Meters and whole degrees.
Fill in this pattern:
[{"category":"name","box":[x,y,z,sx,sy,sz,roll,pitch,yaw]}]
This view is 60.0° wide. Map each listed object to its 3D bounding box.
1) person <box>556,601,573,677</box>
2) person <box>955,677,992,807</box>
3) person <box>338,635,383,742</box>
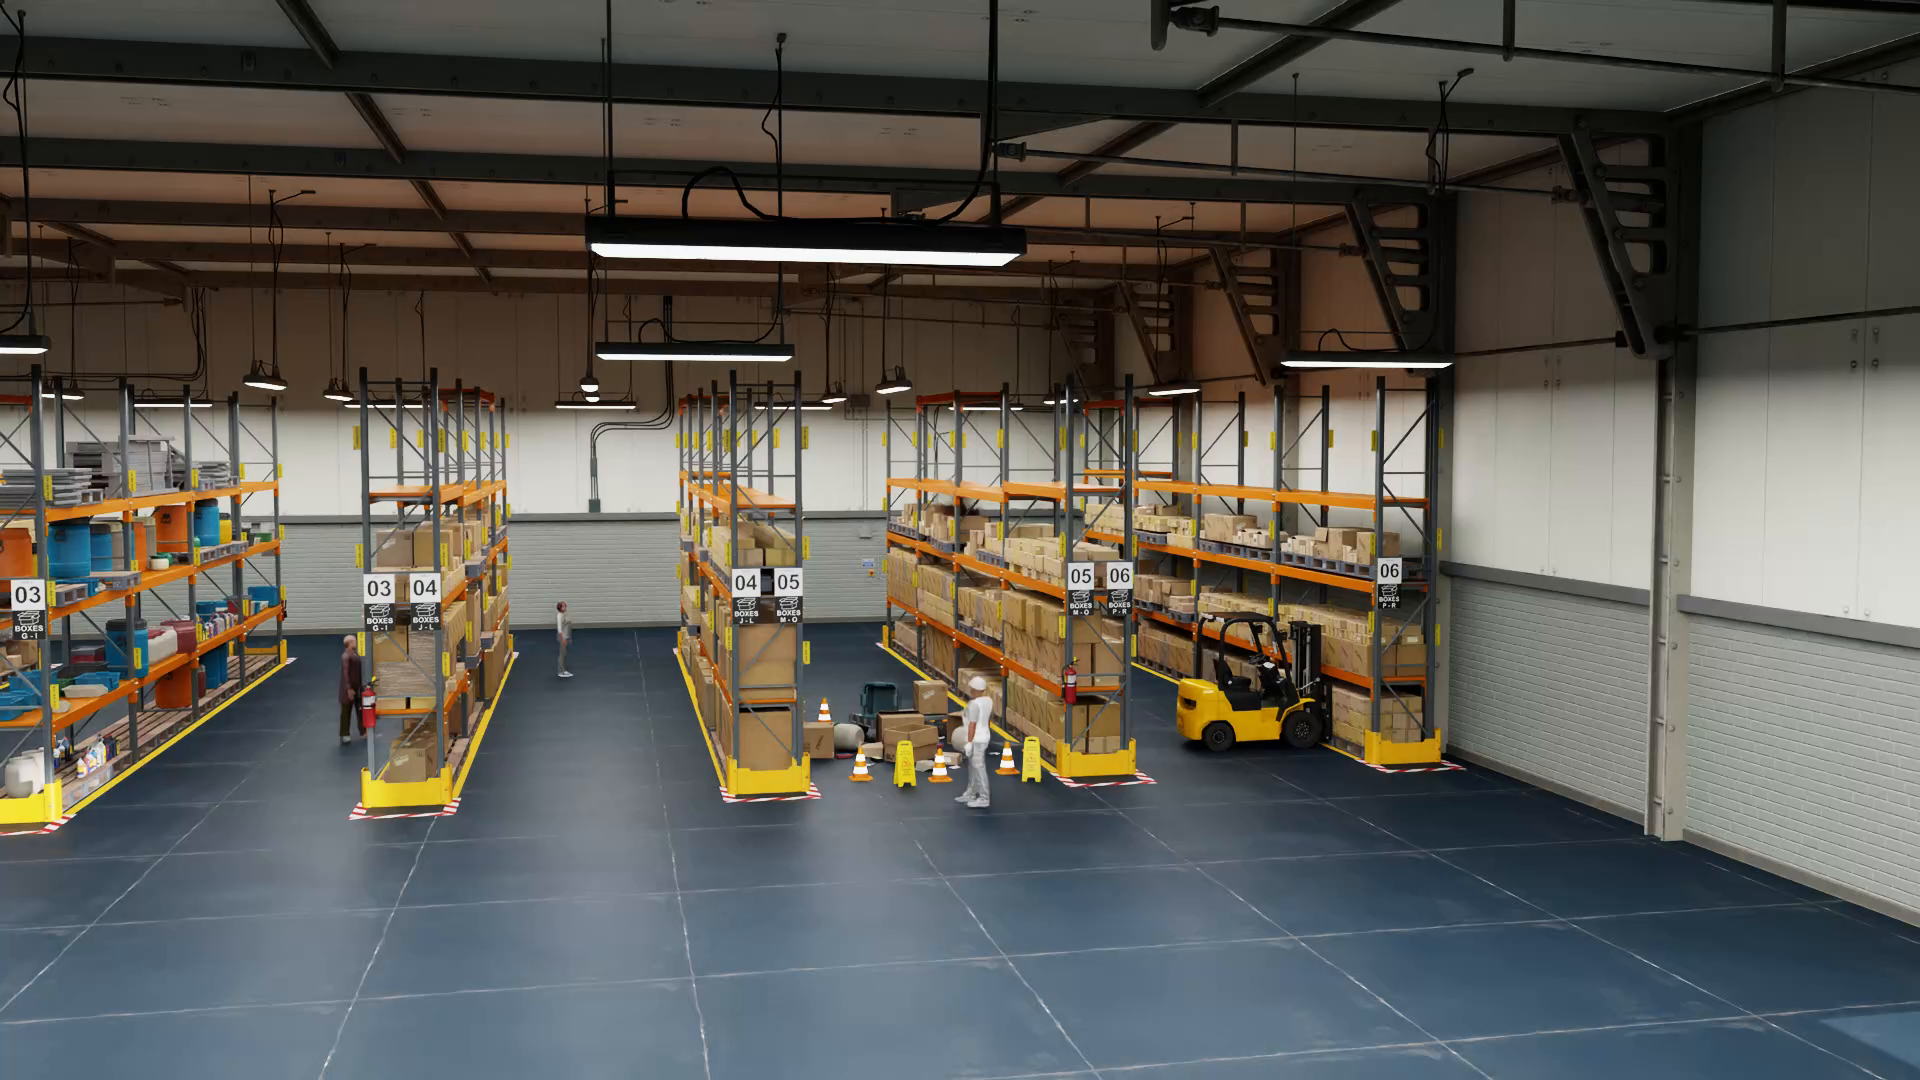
[{"category":"person","box":[-8.401,2.153,35.295,0.296,1.513,0.430,0,3,-2]},{"category":"person","box":[0.152,2.755,22.767,0.548,1.784,0.619,1,3,9]},{"category":"person","box":[-10.058,2.471,27.683,0.628,1.775,0.624,1,3,12]}]
